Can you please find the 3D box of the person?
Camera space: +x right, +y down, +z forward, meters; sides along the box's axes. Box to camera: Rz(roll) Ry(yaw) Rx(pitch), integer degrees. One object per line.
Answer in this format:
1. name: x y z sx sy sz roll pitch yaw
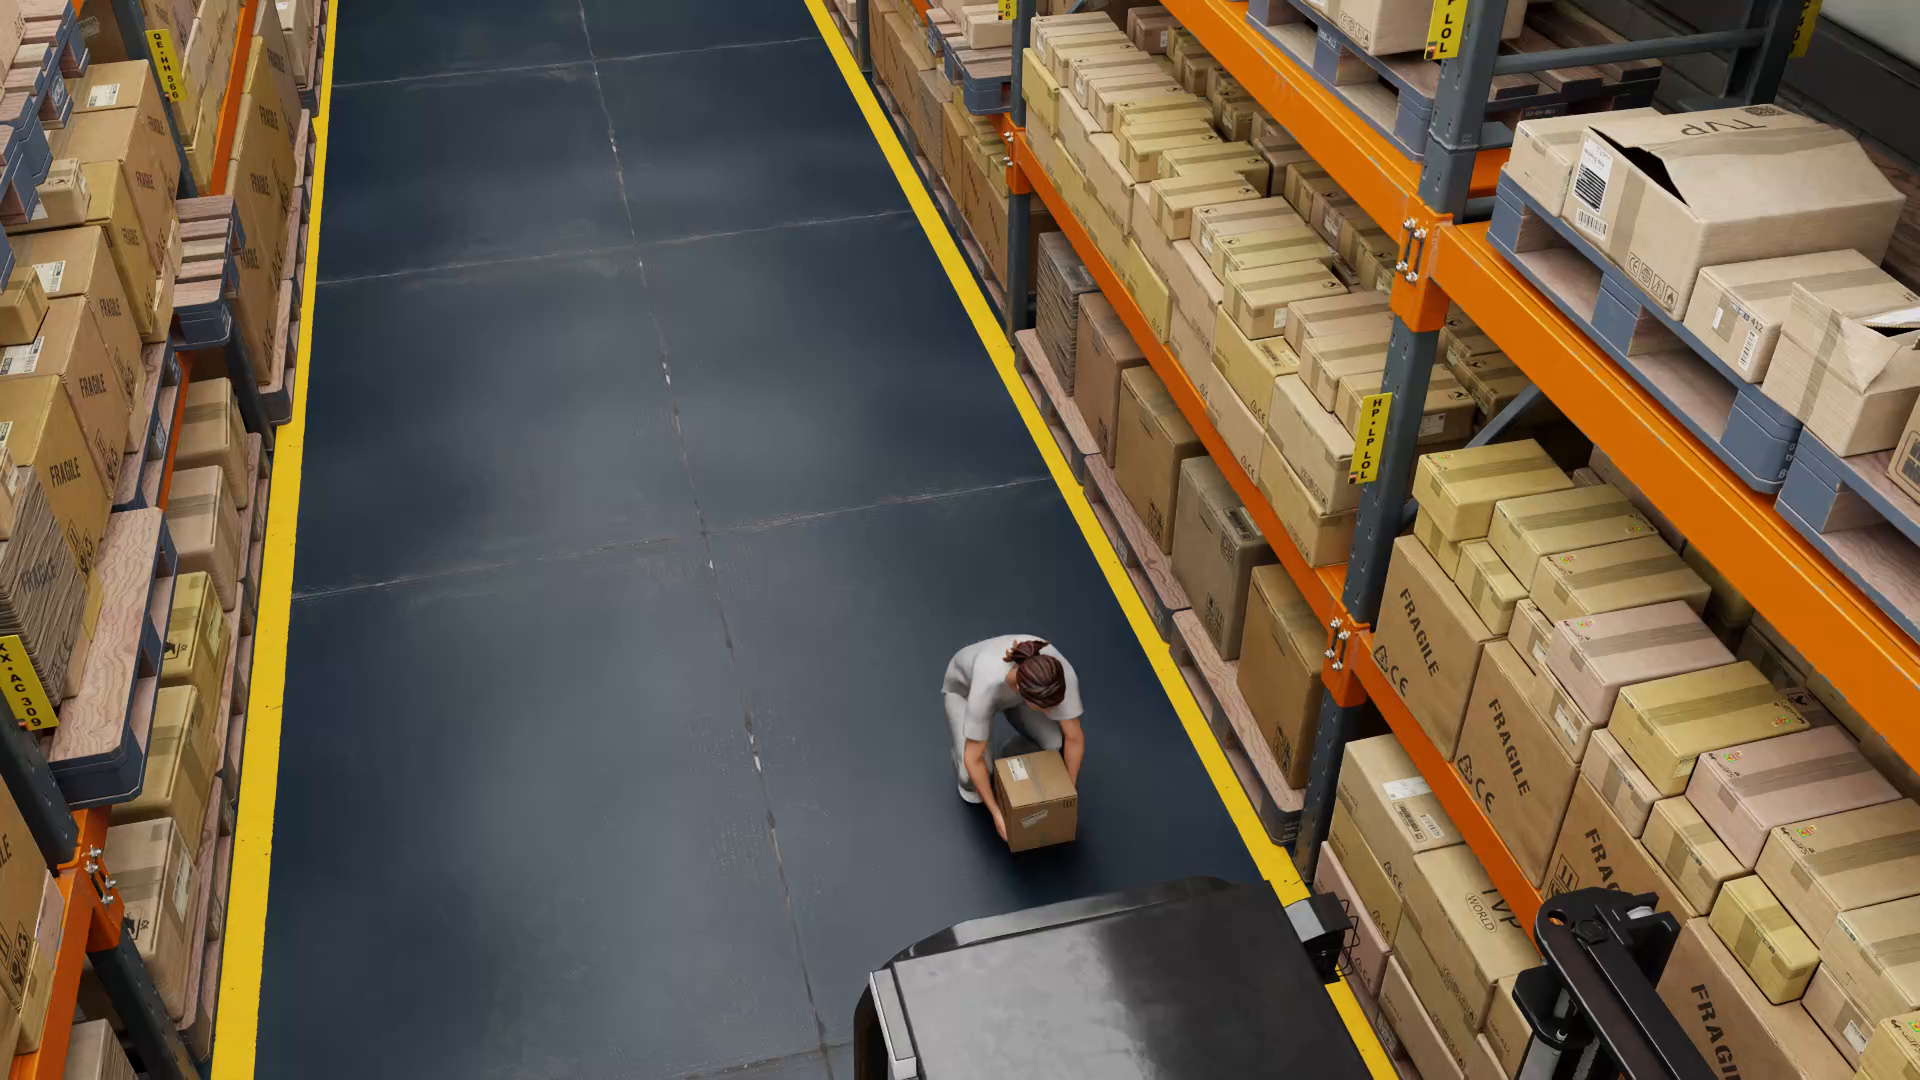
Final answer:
1. person: 0.202 0.675 6.405 0.492 0.933 0.798 -9 39 -12
